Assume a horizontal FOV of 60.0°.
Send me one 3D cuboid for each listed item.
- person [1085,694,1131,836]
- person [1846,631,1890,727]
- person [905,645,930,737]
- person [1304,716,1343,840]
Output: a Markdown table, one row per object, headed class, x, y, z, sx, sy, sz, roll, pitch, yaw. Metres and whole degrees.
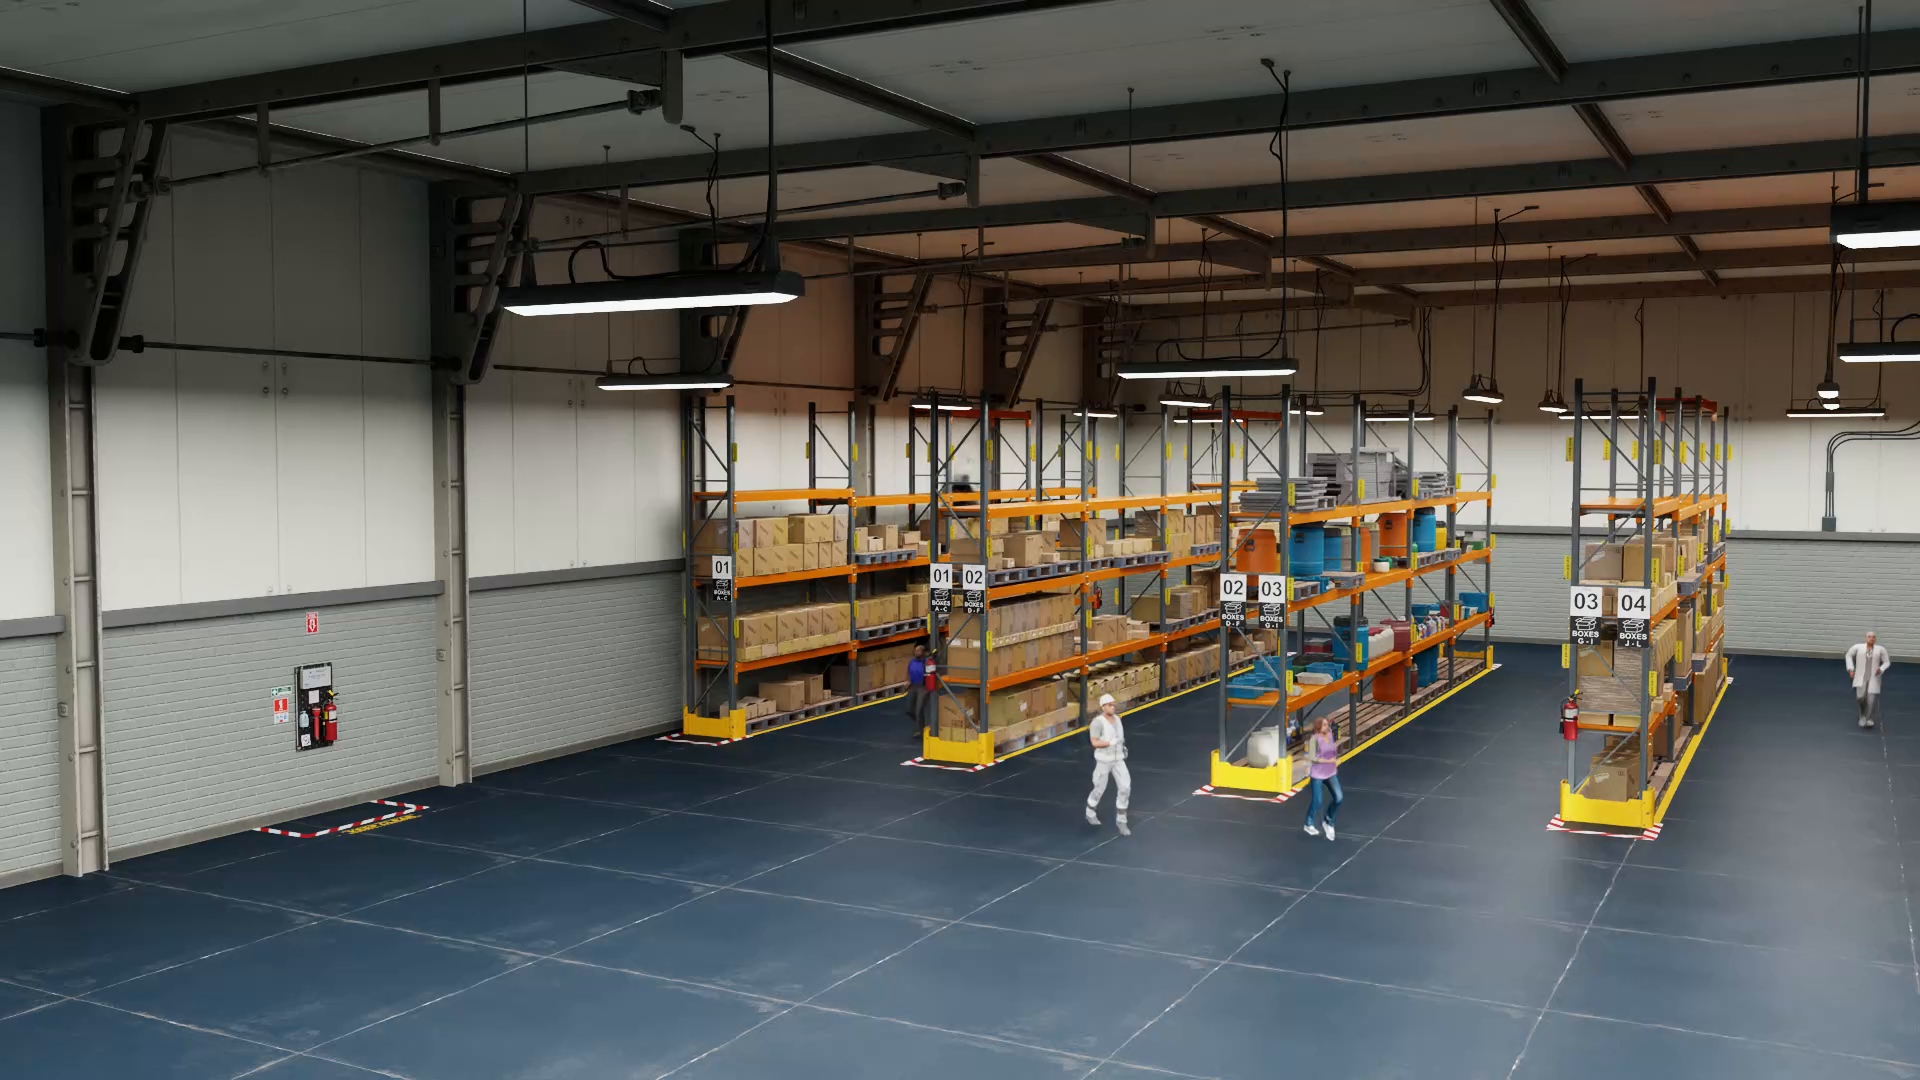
| class | x | y | z | sx | sy | sz | roll | pitch | yaw |
| --- | --- | --- | --- | --- | --- | --- | --- | --- | --- |
| person | 1.962 | 2.949 | 21.908 | 0.646 | 1.846 | 0.792 | -2 | 3 | -31 |
| person | 16.516 | 2.537 | 30.255 | 0.712 | 1.750 | 0.676 | 1 | 3 | 26 |
| person | -0.727 | 2.657 | 29.271 | 0.578 | 1.609 | 0.571 | 1 | 3 | 26 |
| person | 4.698 | 3.070 | 21.459 | 0.508 | 1.605 | 0.667 | -1 | 3 | -25 |
